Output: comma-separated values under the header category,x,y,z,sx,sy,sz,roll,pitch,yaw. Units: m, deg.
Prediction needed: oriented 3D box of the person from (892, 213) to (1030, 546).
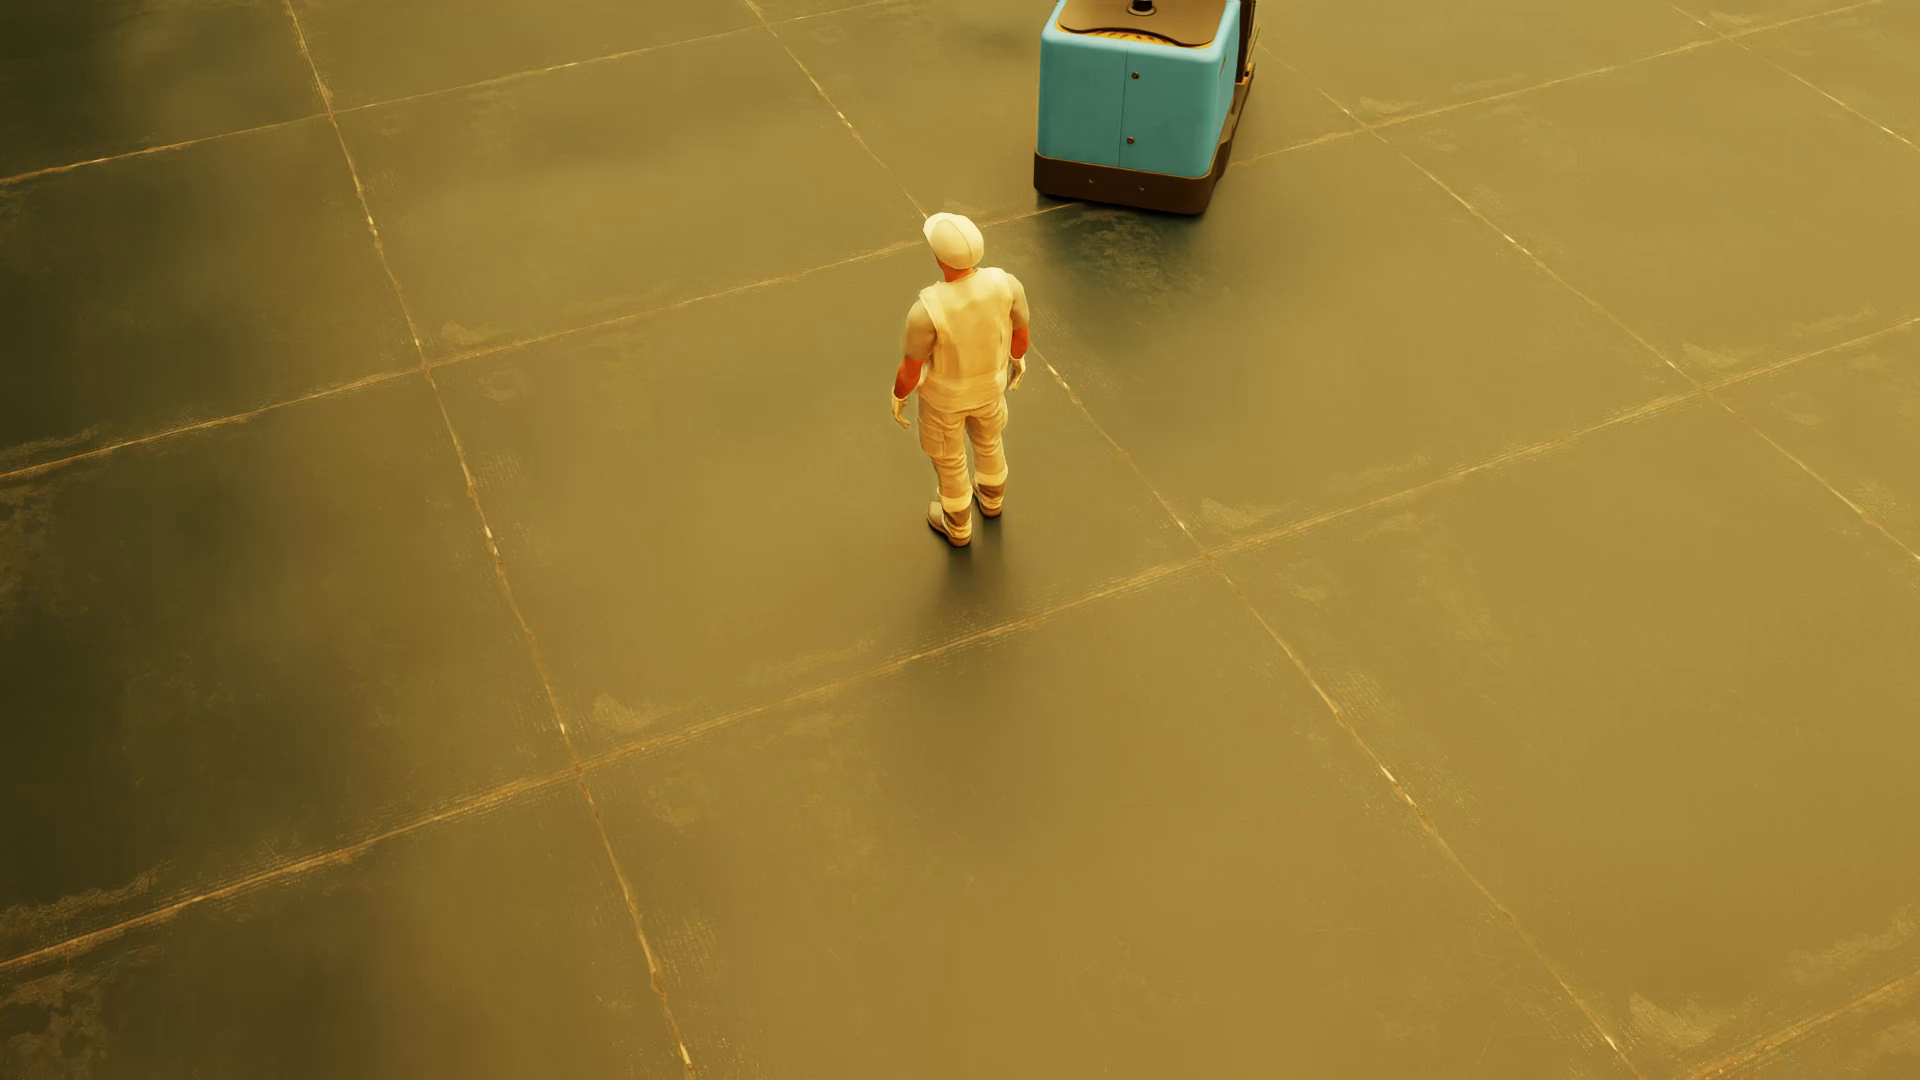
category,x,y,z,sx,sy,sz,roll,pitch,yaw
person,-0.023,-0.713,7.270,0.637,1.790,0.562,-18,46,-18

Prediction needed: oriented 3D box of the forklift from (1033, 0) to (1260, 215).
category,x,y,z,sx,sy,sz,roll,pitch,yaw
forklift,1.331,-4.004,9.971,1.130,2.935,3.031,11,44,11
